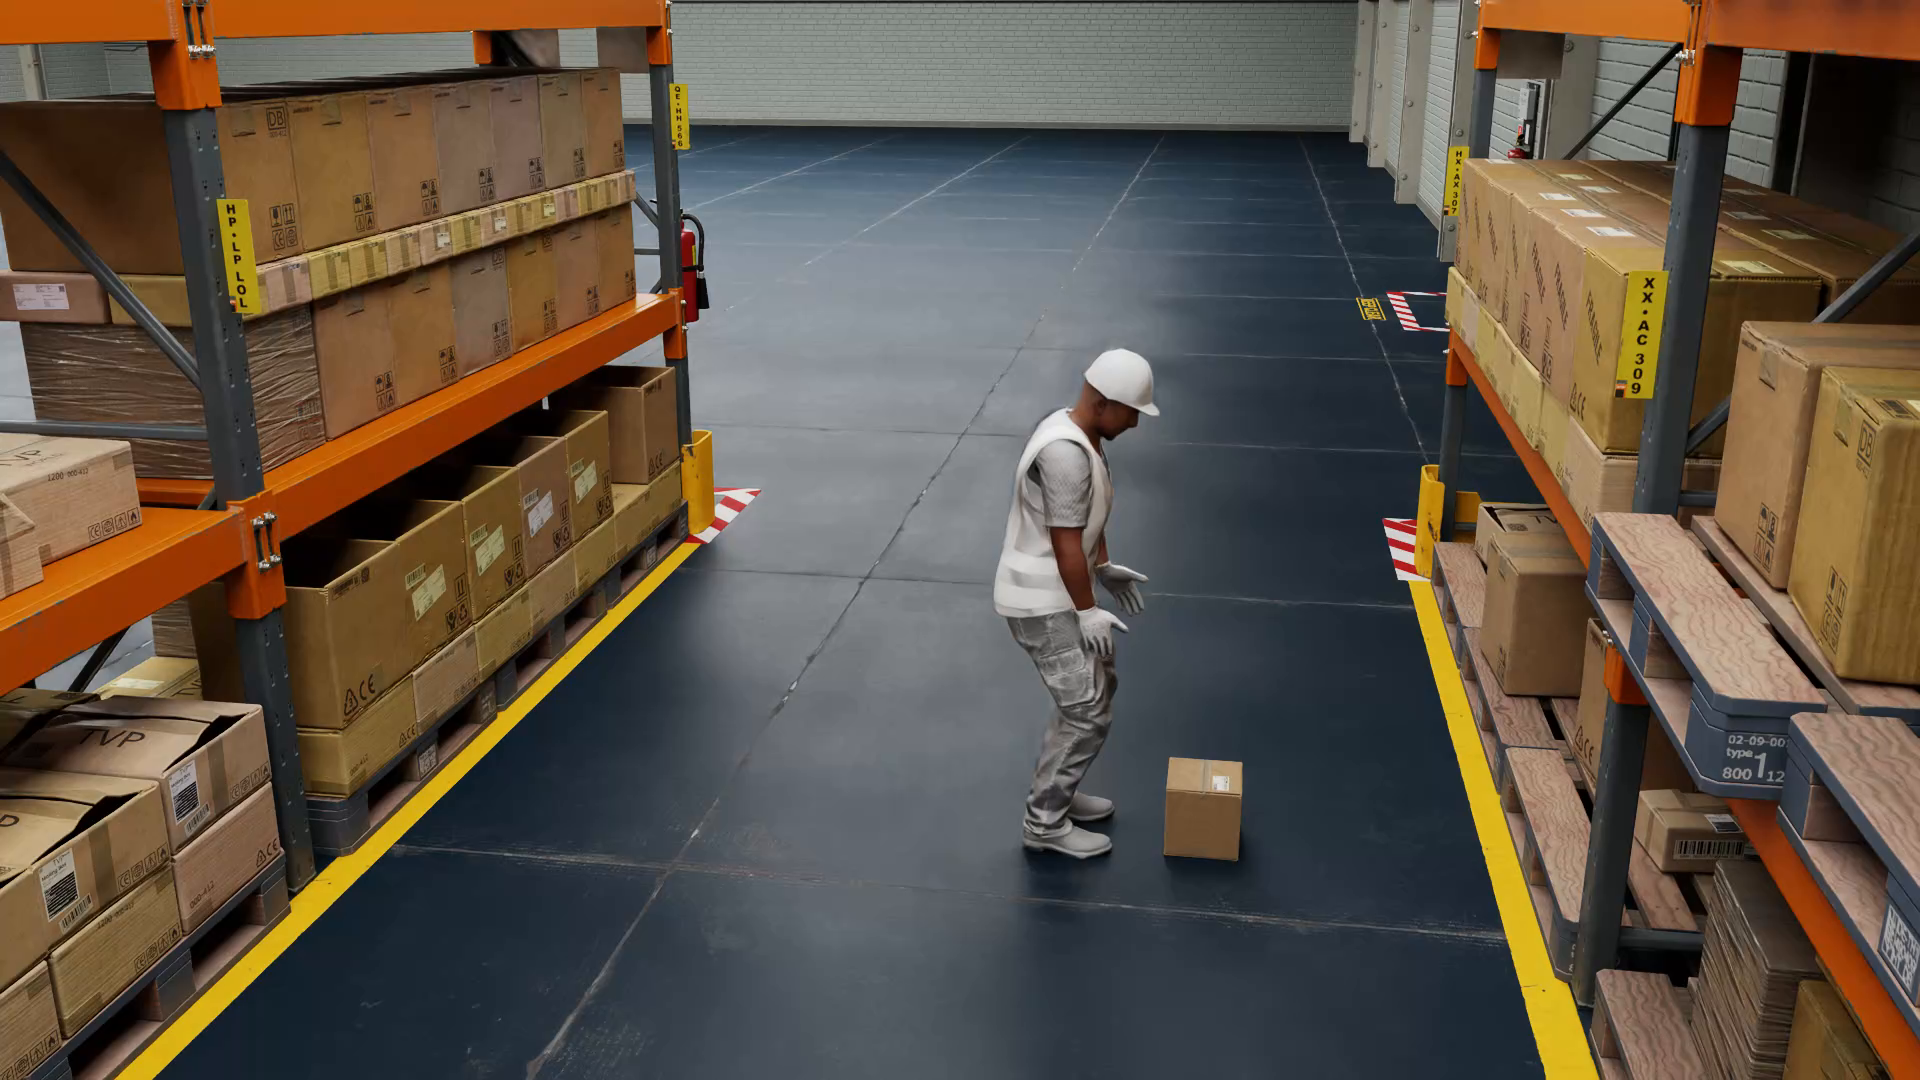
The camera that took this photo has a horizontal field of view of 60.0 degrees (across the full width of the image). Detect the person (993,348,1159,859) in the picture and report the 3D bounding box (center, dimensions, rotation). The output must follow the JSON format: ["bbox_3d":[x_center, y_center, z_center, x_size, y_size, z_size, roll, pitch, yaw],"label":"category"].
[{"bbox_3d":[0.382,0.195,5.559,0.517,1.696,0.584,3,18,10],"label":"person"}]
